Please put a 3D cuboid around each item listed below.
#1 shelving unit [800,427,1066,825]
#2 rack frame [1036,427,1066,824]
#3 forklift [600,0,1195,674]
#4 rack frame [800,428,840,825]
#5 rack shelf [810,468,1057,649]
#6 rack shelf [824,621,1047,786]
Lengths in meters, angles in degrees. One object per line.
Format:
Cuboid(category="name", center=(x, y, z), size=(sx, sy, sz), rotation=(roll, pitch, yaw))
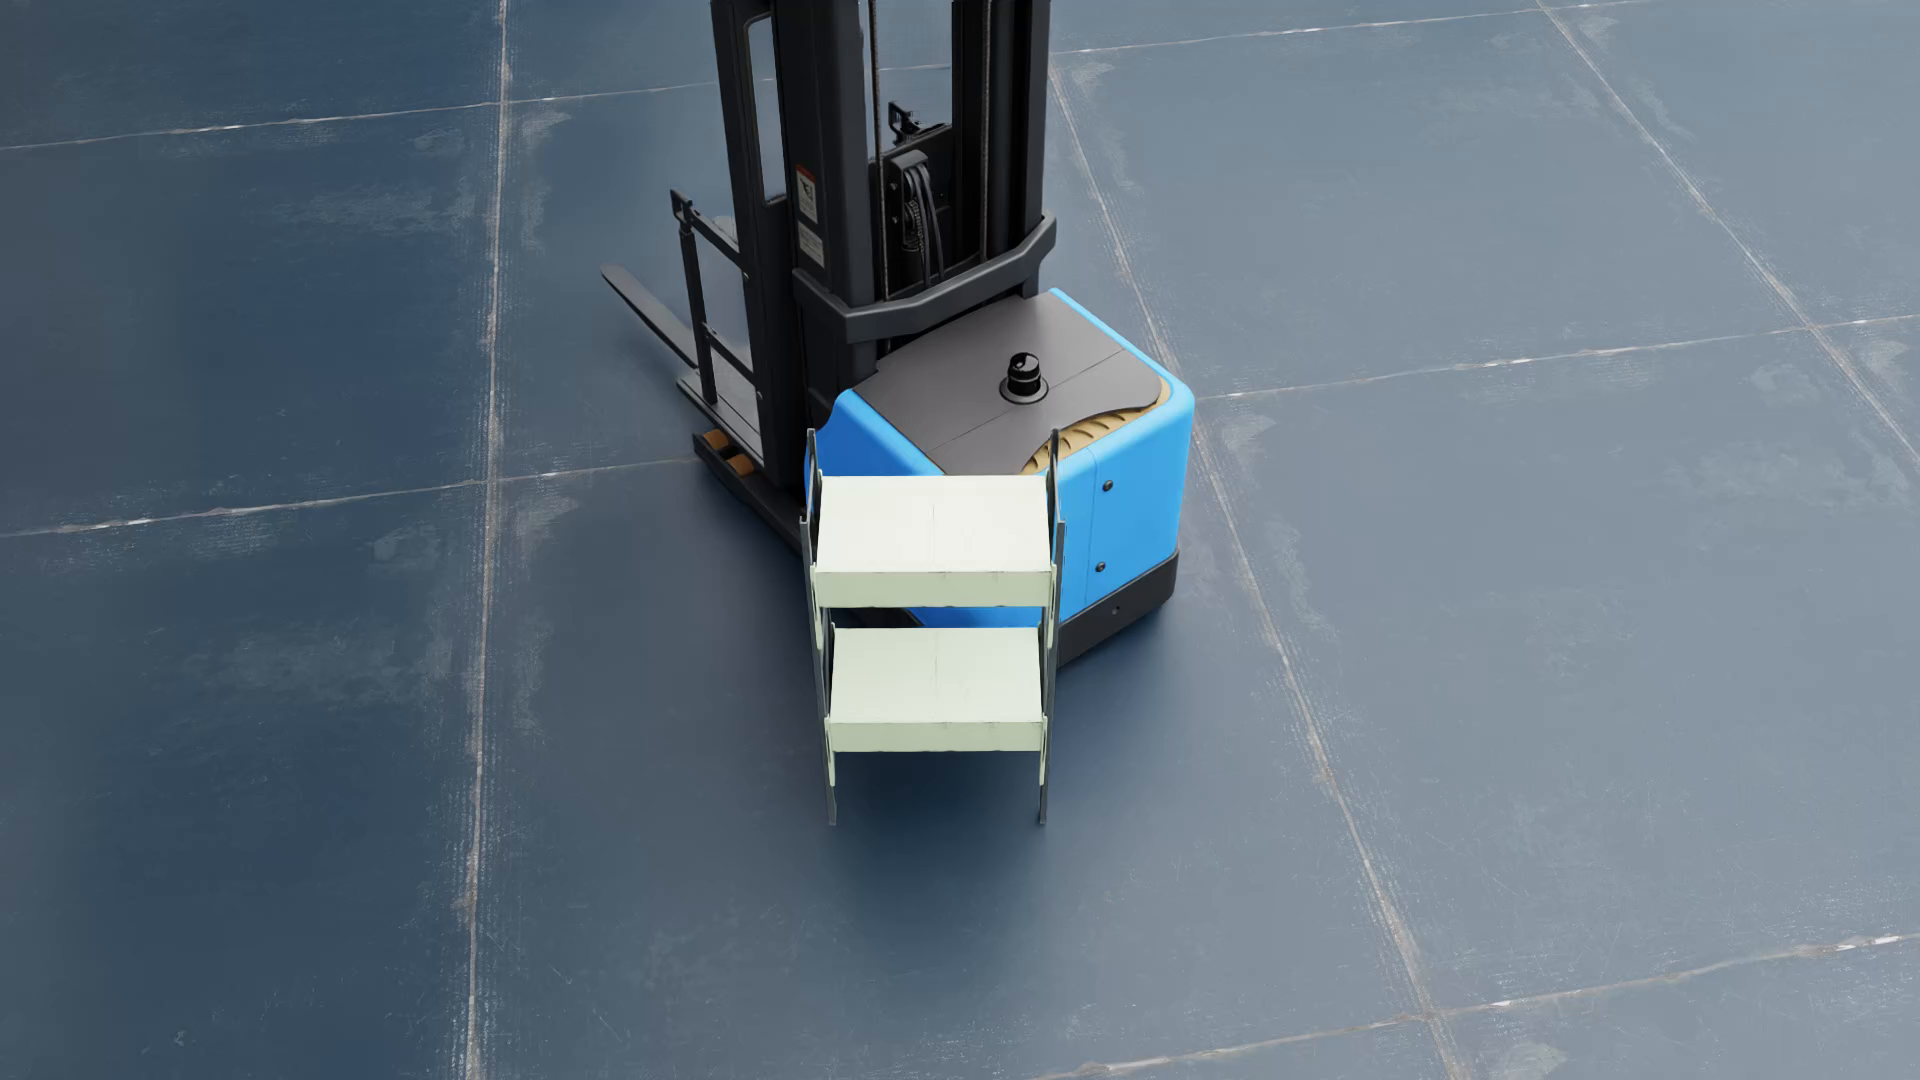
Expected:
Cuboid(category="shelving unit", center=(-0.079, 0.328, 5.393), size=(0.755, 1.500, 0.431), rotation=(0, 46, 0))
Cuboid(category="rack frame", center=(0.287, 0.326, 5.394), size=(0.023, 1.500, 0.400), rotation=(0, 46, 0))
Cuboid(category="forklift", center=(-0.466, -1.405, 6.069), size=(1.130, 2.935, 3.031), rotation=(-29, 53, -25))
Cuboid(category="rack frame", center=(-0.445, 0.330, 5.391), size=(0.023, 1.500, 0.400), rotation=(0, 46, 0))
Cuboid(category="rack shelf", center=(-0.079, 0.057, 5.112), size=(0.720, 0.370, 0.431), rotation=(0, 46, 0))
Cuboid(category="rack shelf", center=(-0.079, 0.554, 5.627), size=(0.720, 0.370, 0.431), rotation=(0, 46, 0))
